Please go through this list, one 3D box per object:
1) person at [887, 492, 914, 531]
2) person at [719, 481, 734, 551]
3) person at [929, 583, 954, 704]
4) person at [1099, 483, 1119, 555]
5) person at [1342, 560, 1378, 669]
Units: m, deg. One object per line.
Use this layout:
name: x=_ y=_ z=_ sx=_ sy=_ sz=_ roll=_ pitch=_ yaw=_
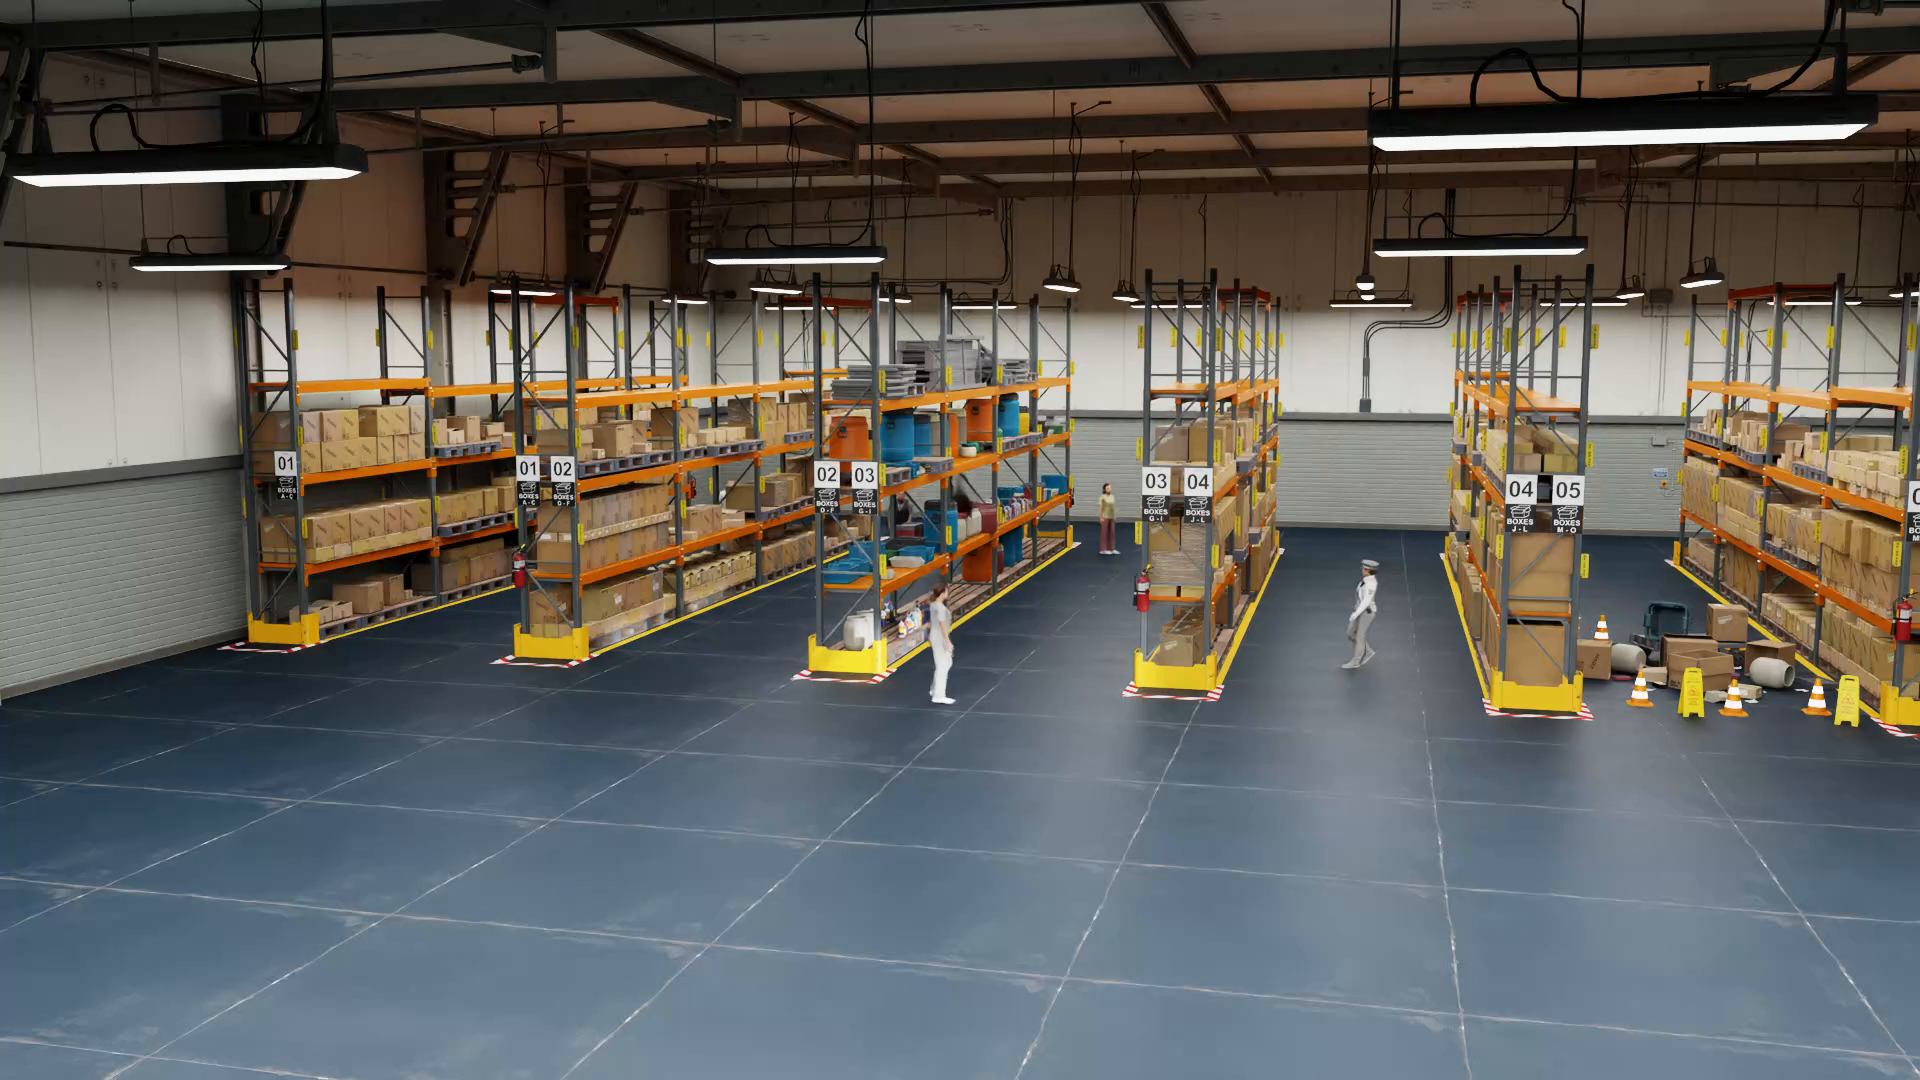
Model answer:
person: x=-1.352 y=-0.278 z=37.263 sx=0.629 sy=1.725 sz=0.940 roll=2 pitch=7 yaw=13
person: x=-5.414 y=-0.503 z=39.096 sx=0.756 sy=1.811 sz=0.935 roll=2 pitch=7 yaw=18
person: x=-0.252 y=1.443 z=23.056 sx=0.367 sy=1.710 sz=0.531 roll=-1 pitch=7 yaw=-11
person: x=3.481 y=-0.498 z=38.991 sx=0.493 sy=1.678 sz=0.358 roll=-4 pitch=8 yaw=-33
person: x=6.108 y=1.131 z=25.440 sx=0.537 sy=1.665 sz=0.537 roll=-1 pitch=7 yaw=-11
